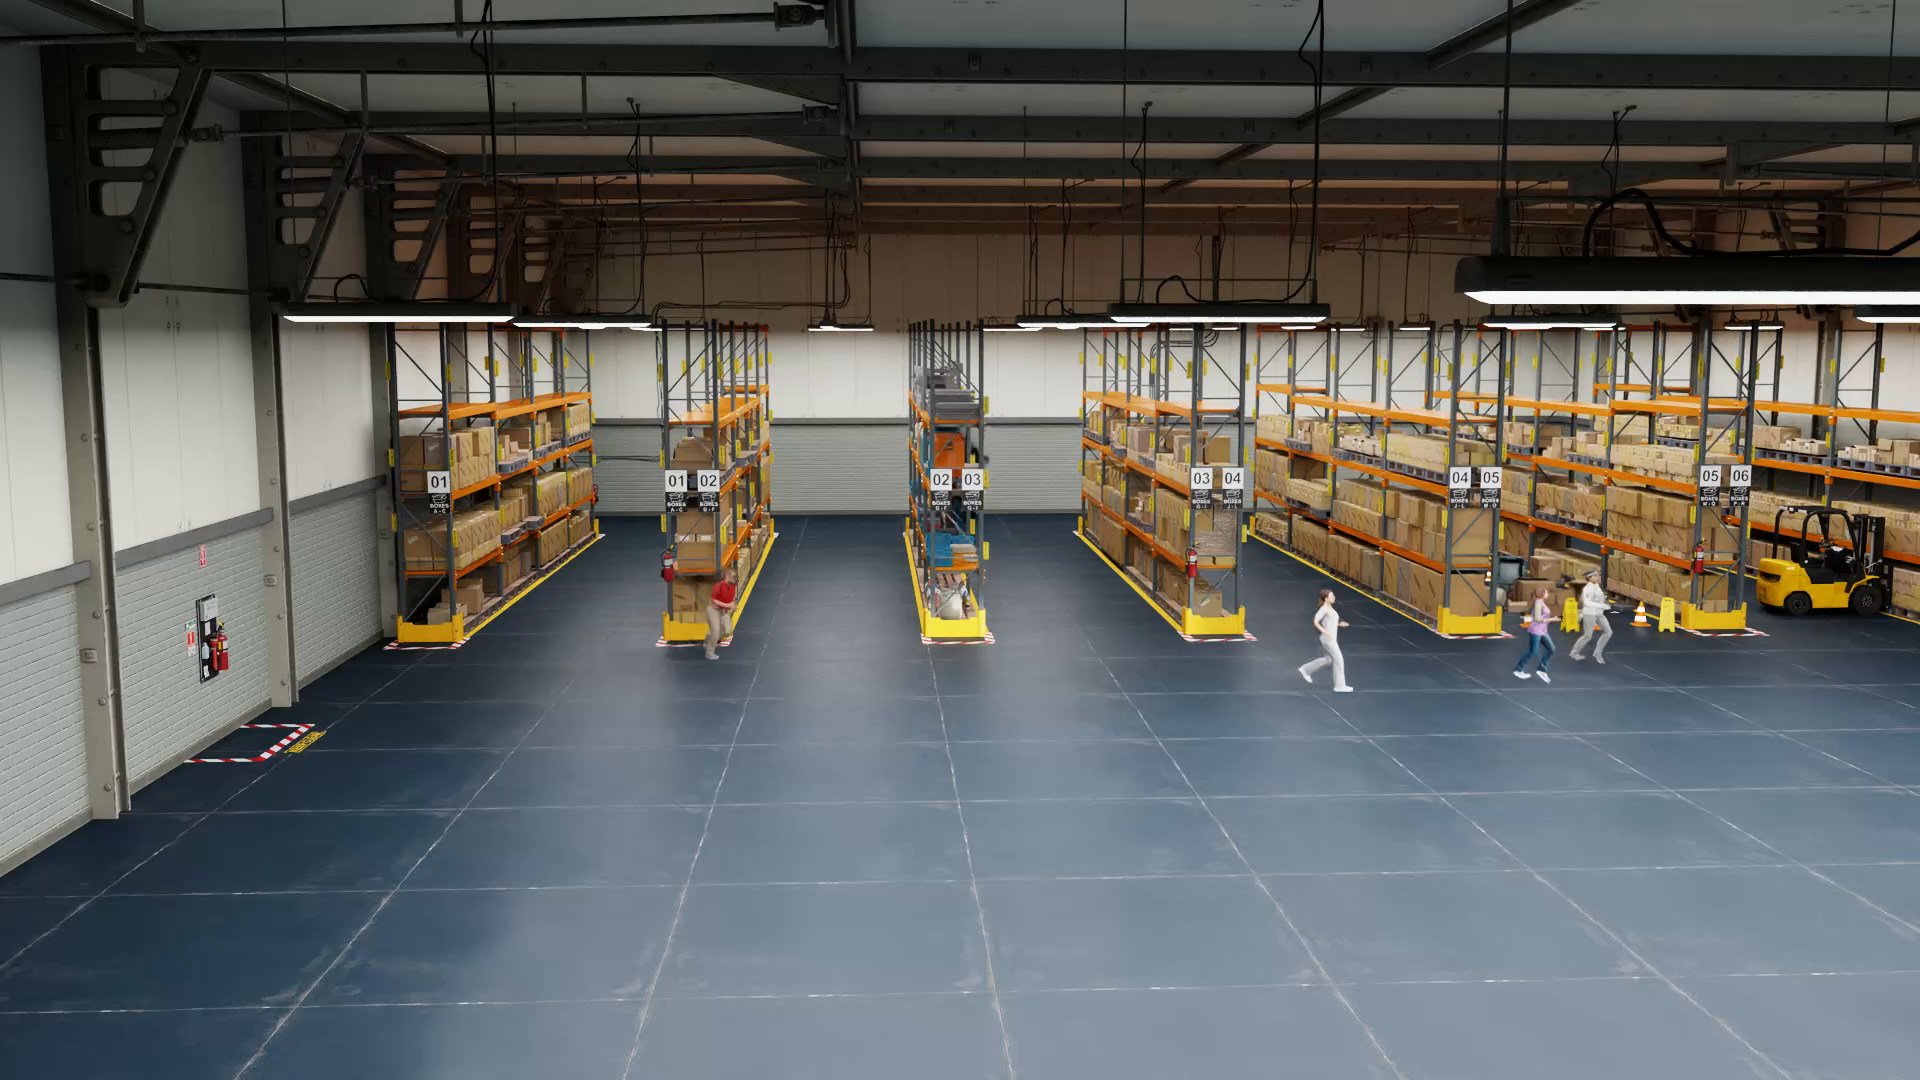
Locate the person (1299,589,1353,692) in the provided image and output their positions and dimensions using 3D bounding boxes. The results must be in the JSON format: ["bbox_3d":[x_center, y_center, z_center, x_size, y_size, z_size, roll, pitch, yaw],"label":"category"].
[{"bbox_3d":[5.894,1.602,26.744,0.896,1.643,0.576,3,8,21],"label":"person"}]

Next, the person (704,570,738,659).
[{"bbox_3d":[-4.187,1.308,29.482,0.837,1.599,0.681,5,8,33],"label":"person"}]

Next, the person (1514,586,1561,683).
[{"bbox_3d":[9.542,1.554,27.424,0.734,1.623,0.482,5,9,34],"label":"person"}]

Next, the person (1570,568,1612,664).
[{"bbox_3d":[11.051,1.326,29.047,0.606,1.711,0.705,-6,9,-40],"label":"person"}]
